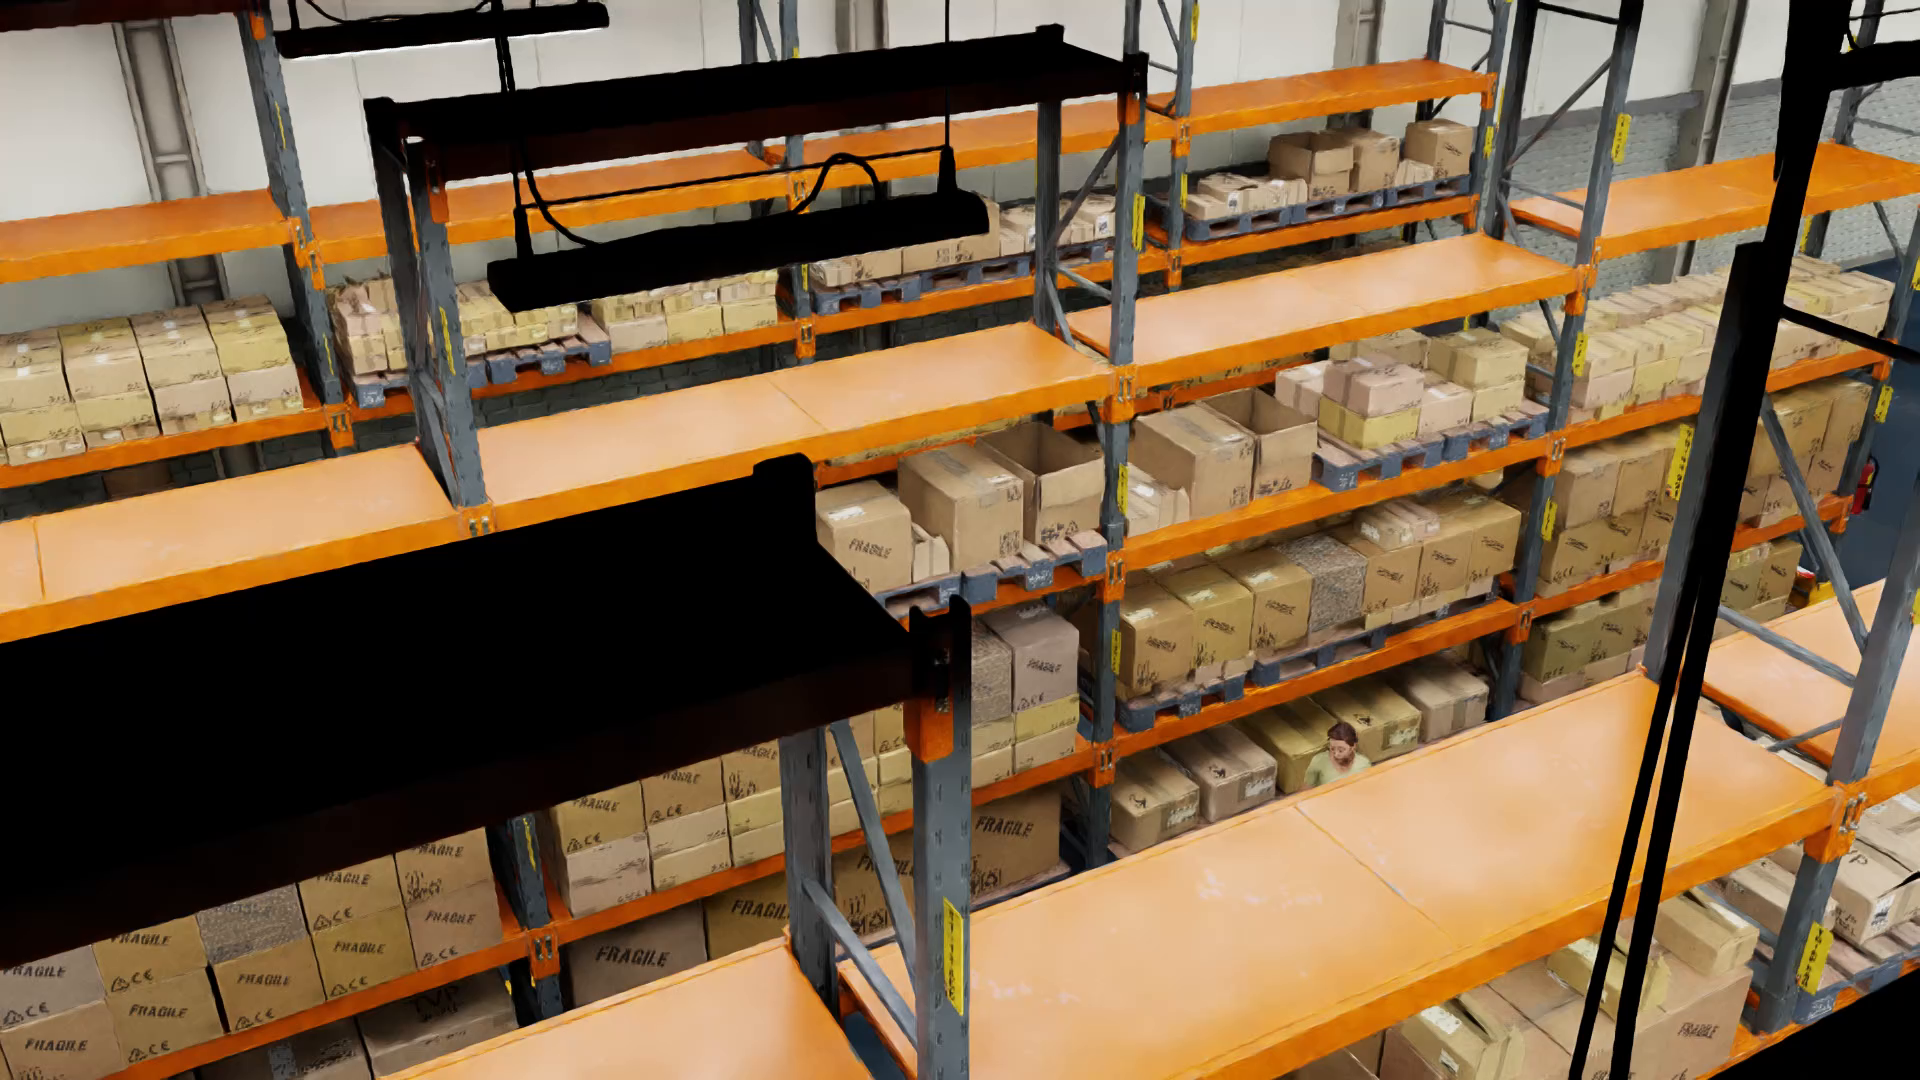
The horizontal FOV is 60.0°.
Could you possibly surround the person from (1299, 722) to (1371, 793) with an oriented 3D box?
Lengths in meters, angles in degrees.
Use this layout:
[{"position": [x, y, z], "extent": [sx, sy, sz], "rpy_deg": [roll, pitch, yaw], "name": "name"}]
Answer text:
[{"position": [2.573, 1.978, 11.451], "extent": [0.560, 1.666, 0.564], "rpy_deg": [-3, 28, -5], "name": "person"}]
